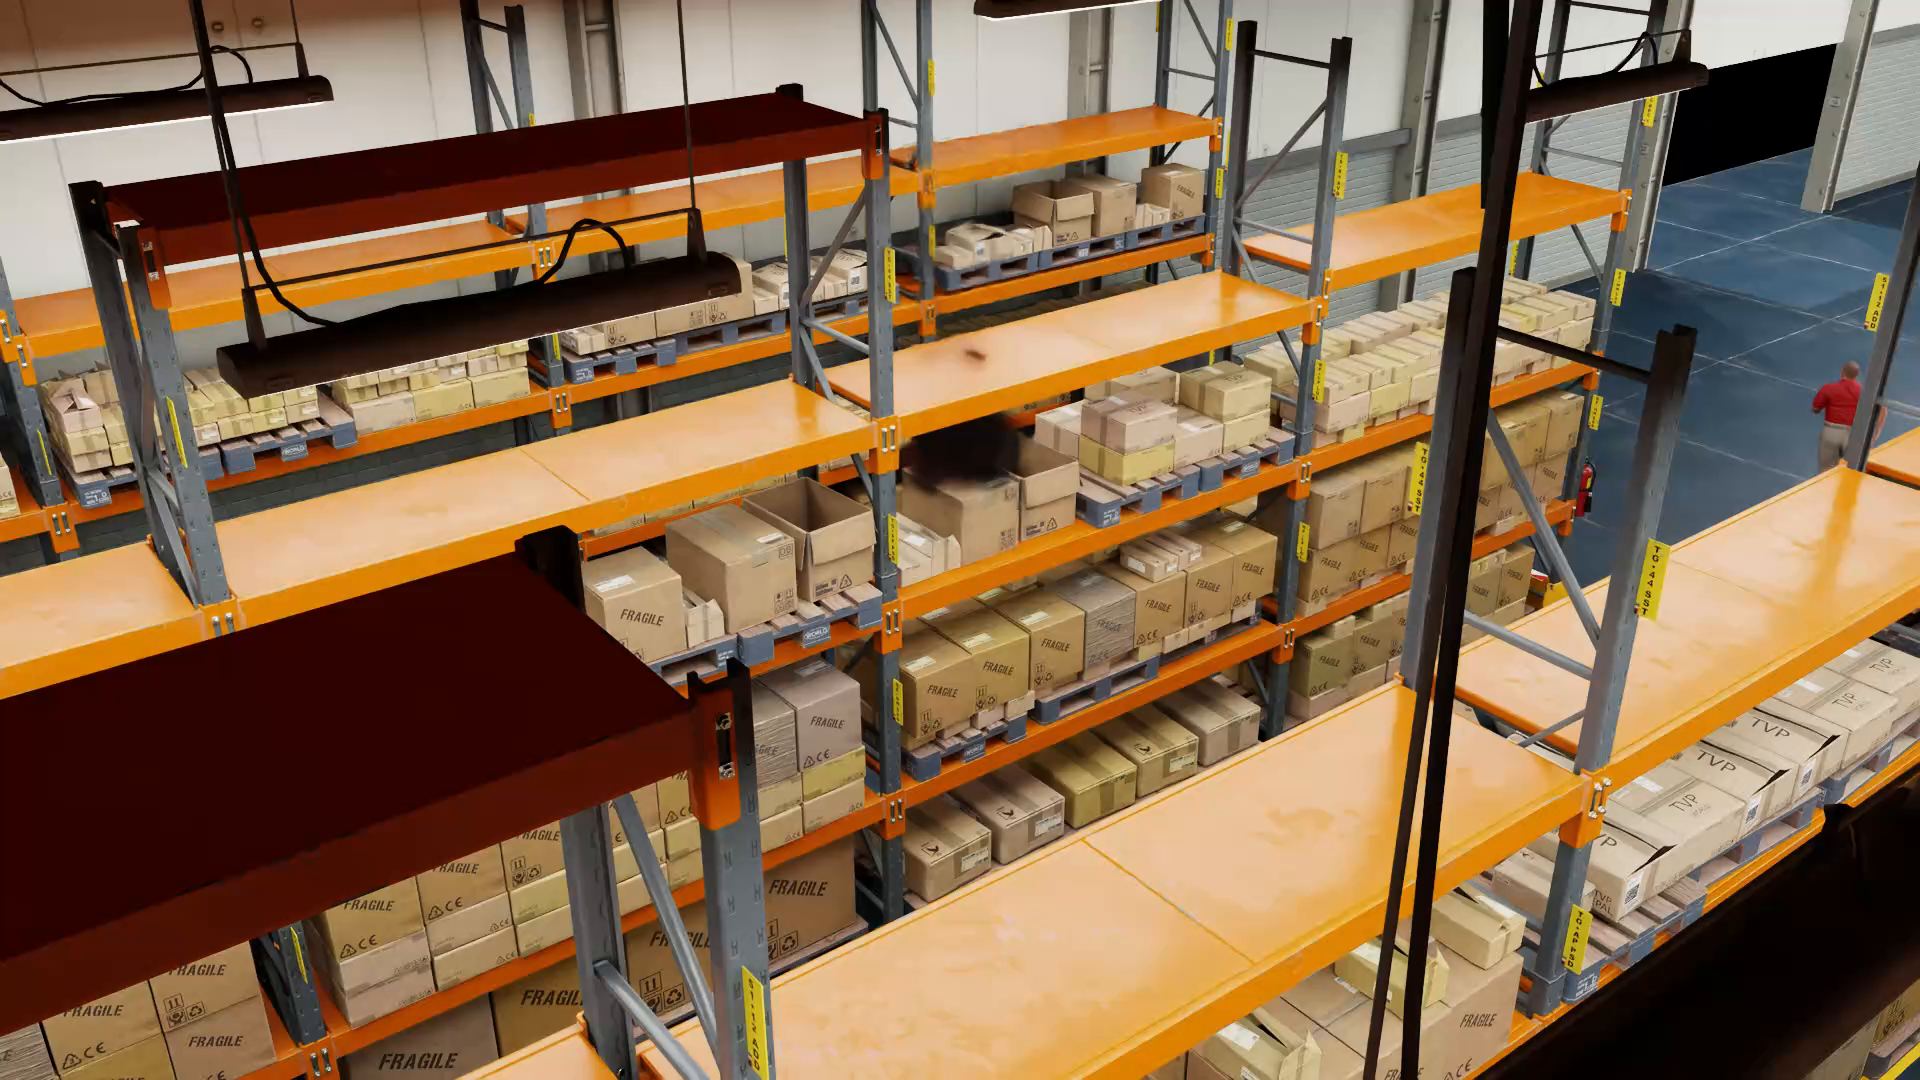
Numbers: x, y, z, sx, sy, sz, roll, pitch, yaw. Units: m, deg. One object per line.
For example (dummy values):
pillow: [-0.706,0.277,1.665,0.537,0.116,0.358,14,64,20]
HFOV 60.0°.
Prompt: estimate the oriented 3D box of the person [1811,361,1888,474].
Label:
person: [9.835,-1.182,18.577,0.700,1.678,0.763,7,27,15]
